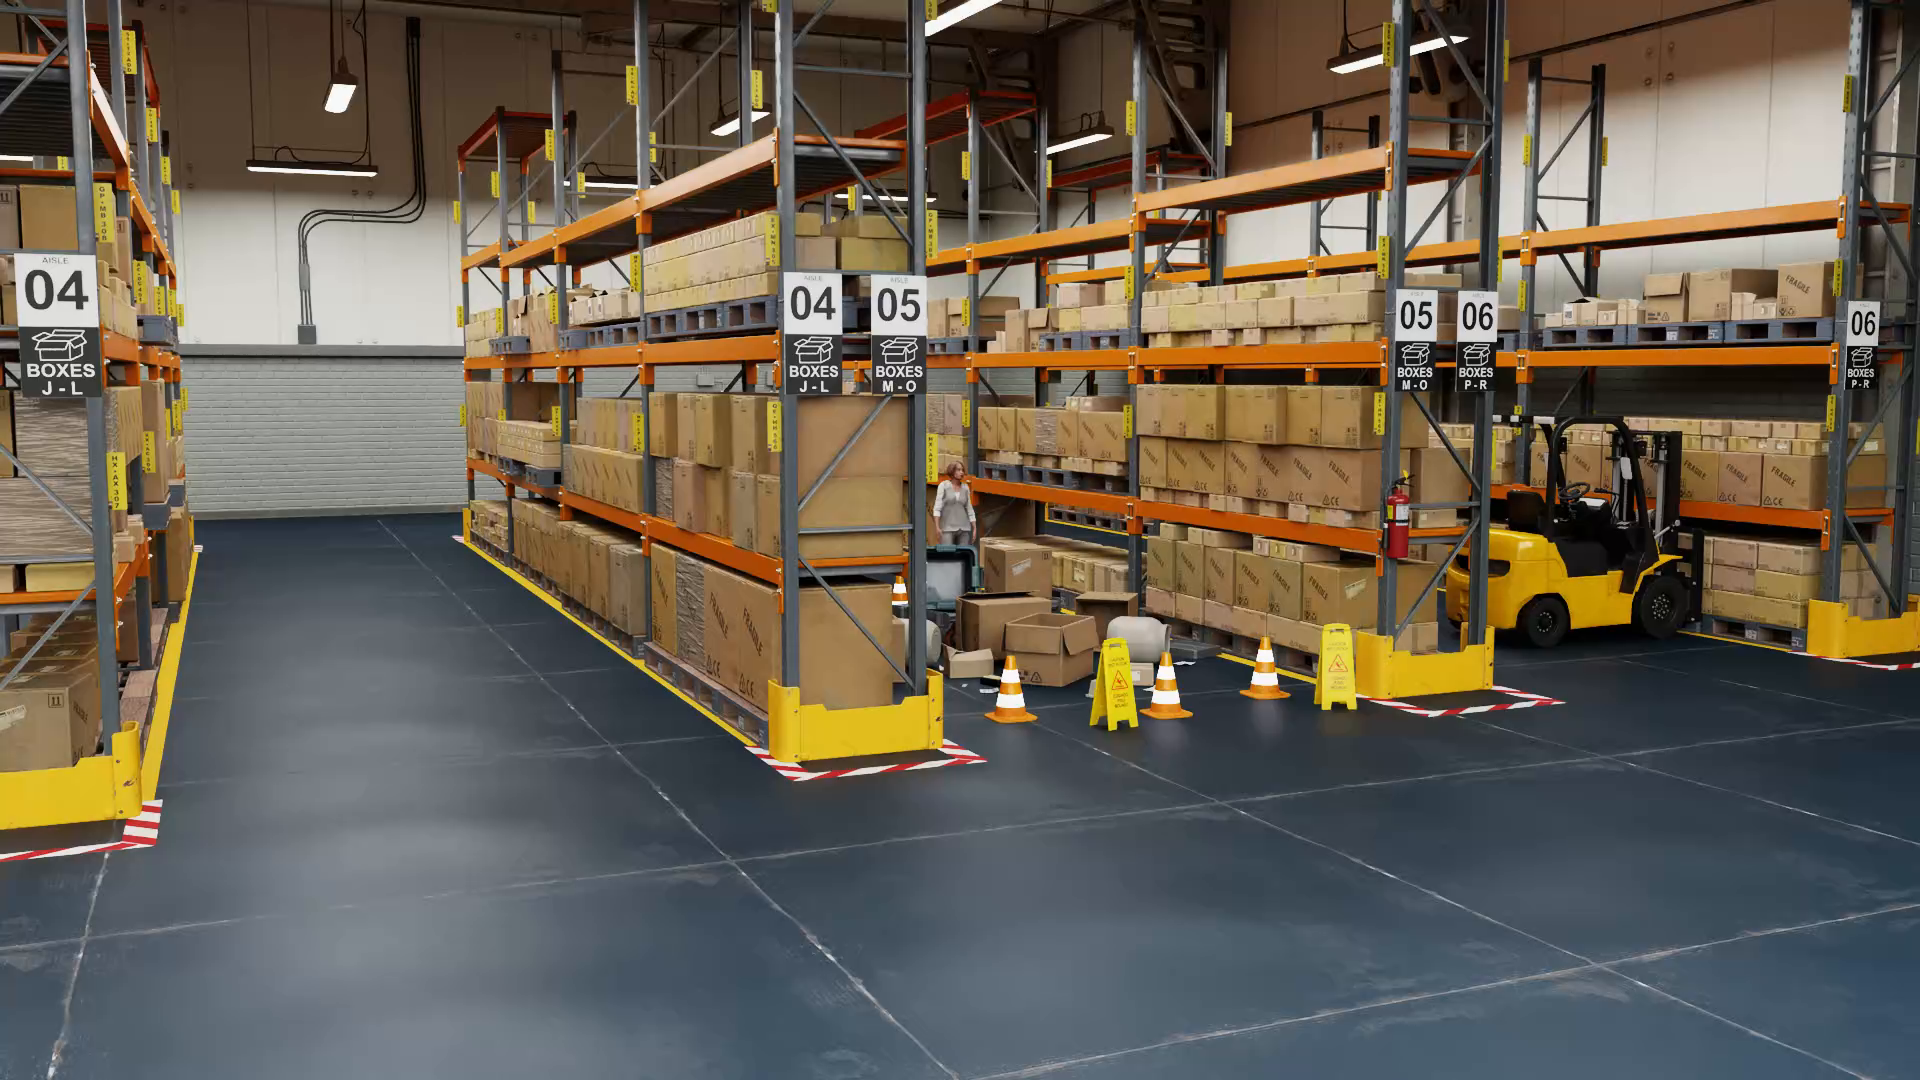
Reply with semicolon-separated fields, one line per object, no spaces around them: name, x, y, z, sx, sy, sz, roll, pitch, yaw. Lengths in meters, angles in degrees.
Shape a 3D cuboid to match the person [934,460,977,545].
person;-0.035;-0.072;18.311;0.519;1.599;0.474;-2;6;-24
